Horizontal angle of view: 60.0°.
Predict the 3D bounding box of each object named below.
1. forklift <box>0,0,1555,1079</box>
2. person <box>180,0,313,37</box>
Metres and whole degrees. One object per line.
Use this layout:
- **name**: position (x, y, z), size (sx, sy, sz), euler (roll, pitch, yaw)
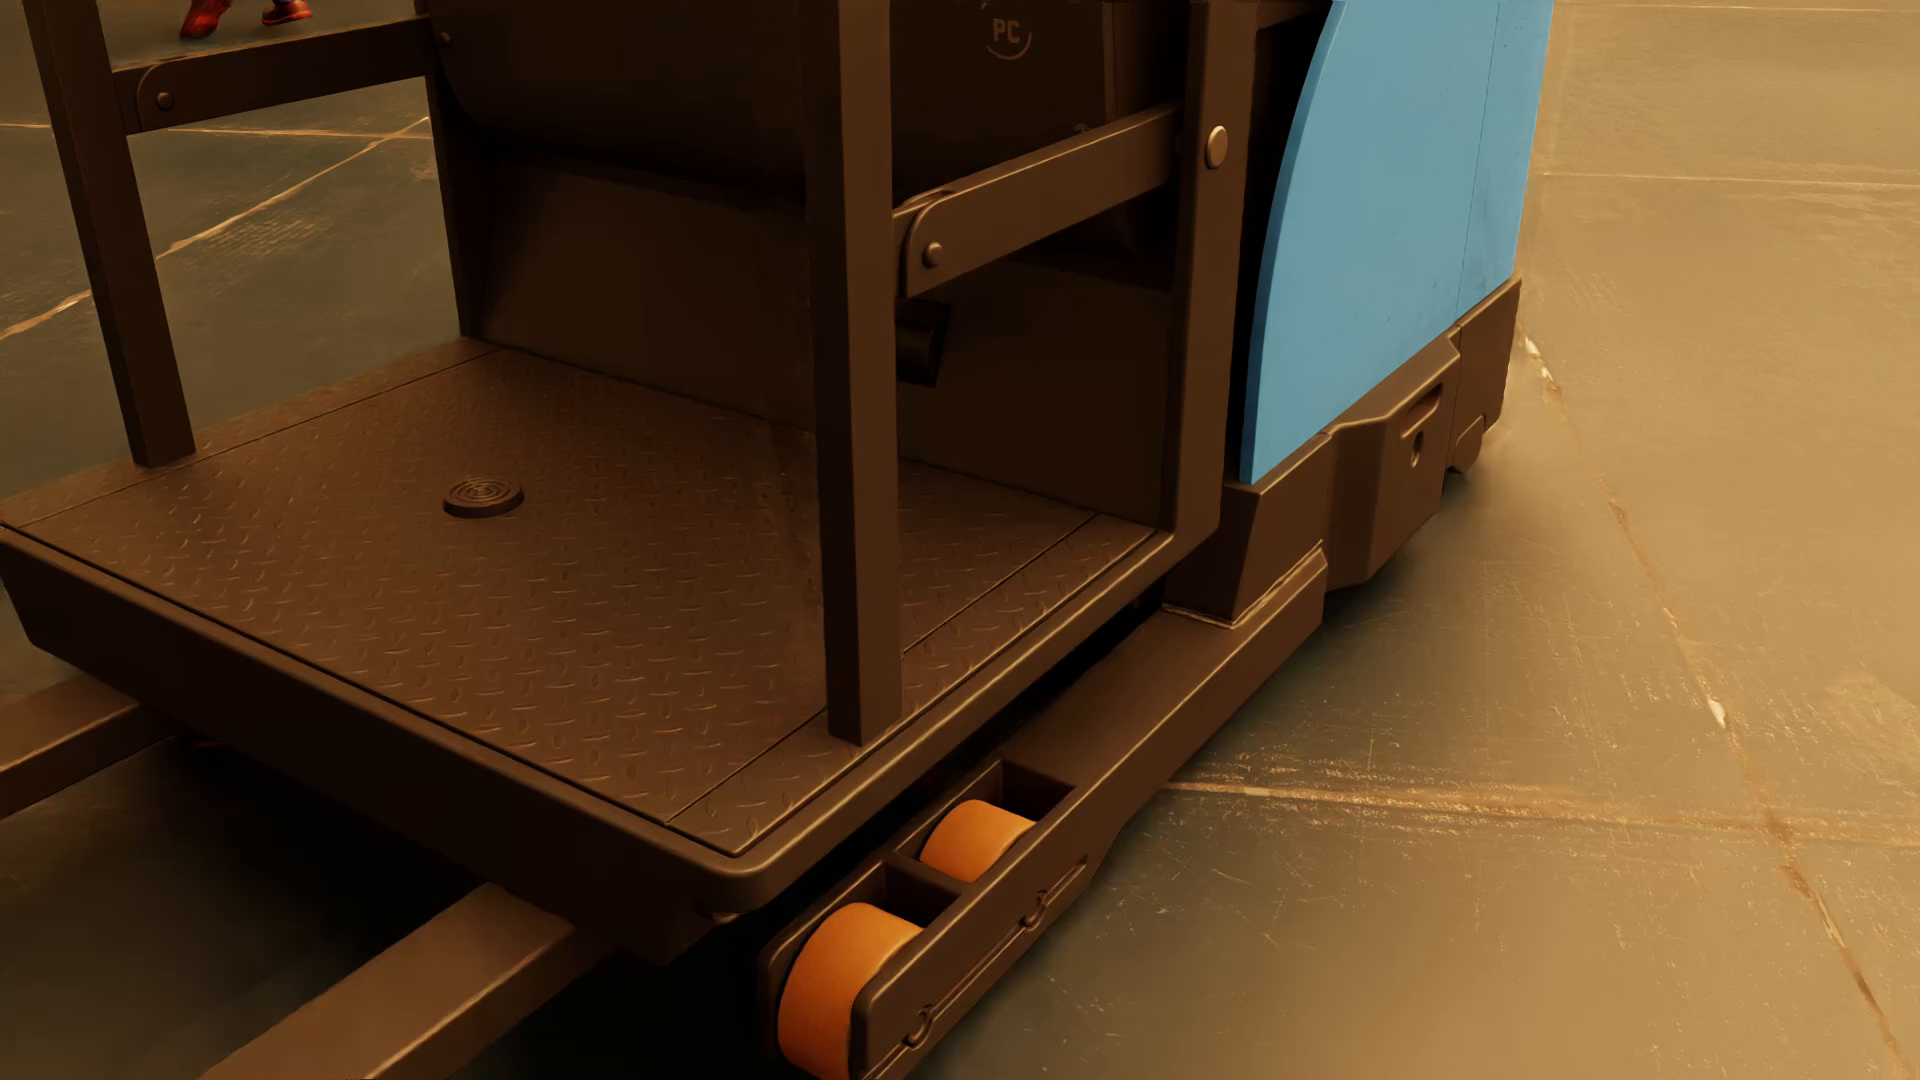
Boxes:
- **forklift**: position (-0.340, -1.056, 1.333), size (1.130, 2.935, 3.031), euler (17, 31, 30)
- **person**: position (-2.700, -2.653, 6.079), size (0.709, 1.630, 0.615), euler (16, 30, 28)
